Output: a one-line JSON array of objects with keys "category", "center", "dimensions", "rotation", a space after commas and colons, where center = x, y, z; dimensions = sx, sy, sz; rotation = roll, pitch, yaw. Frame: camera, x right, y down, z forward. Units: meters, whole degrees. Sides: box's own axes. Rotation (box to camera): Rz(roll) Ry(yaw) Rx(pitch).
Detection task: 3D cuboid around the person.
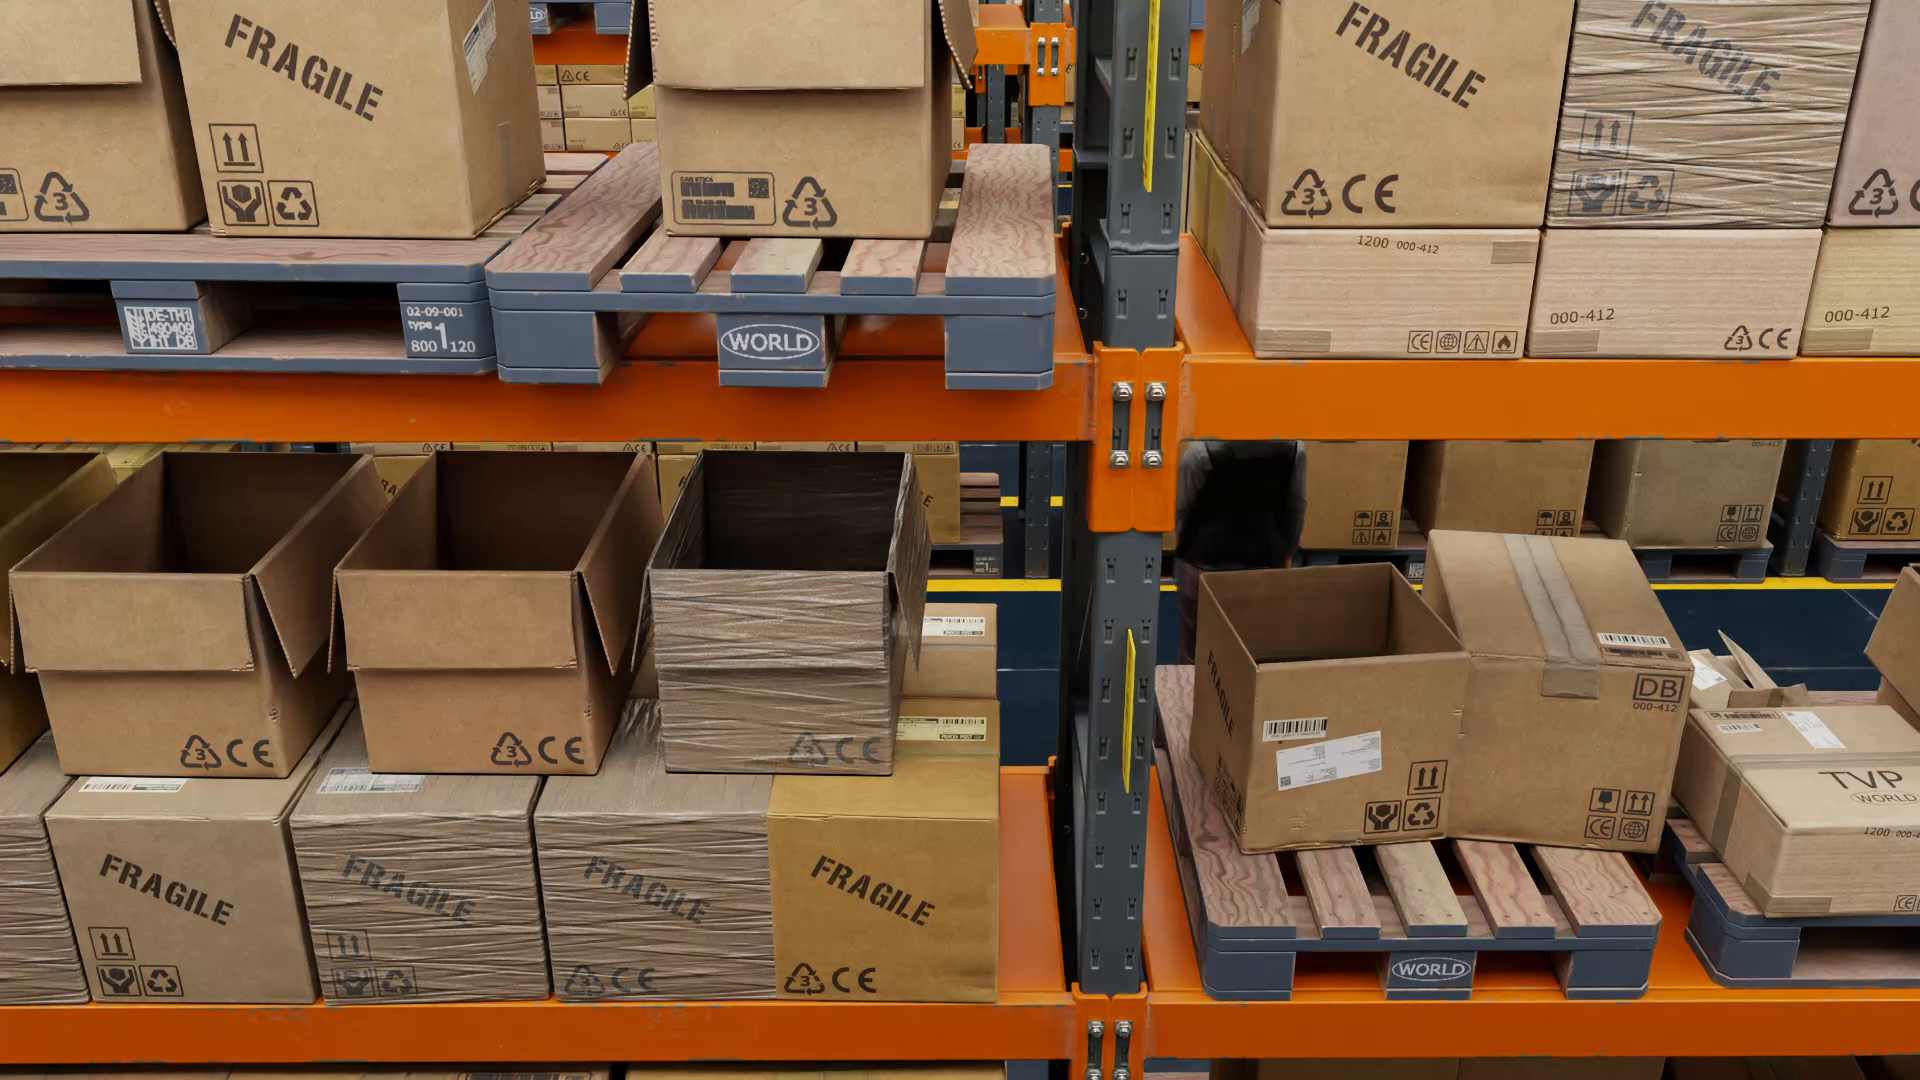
[{"category": "person", "center": [1.135, 0.093, 6.867], "dimensions": [0.565, 1.734, 0.483], "rotation": [-3, 24, -7]}]
